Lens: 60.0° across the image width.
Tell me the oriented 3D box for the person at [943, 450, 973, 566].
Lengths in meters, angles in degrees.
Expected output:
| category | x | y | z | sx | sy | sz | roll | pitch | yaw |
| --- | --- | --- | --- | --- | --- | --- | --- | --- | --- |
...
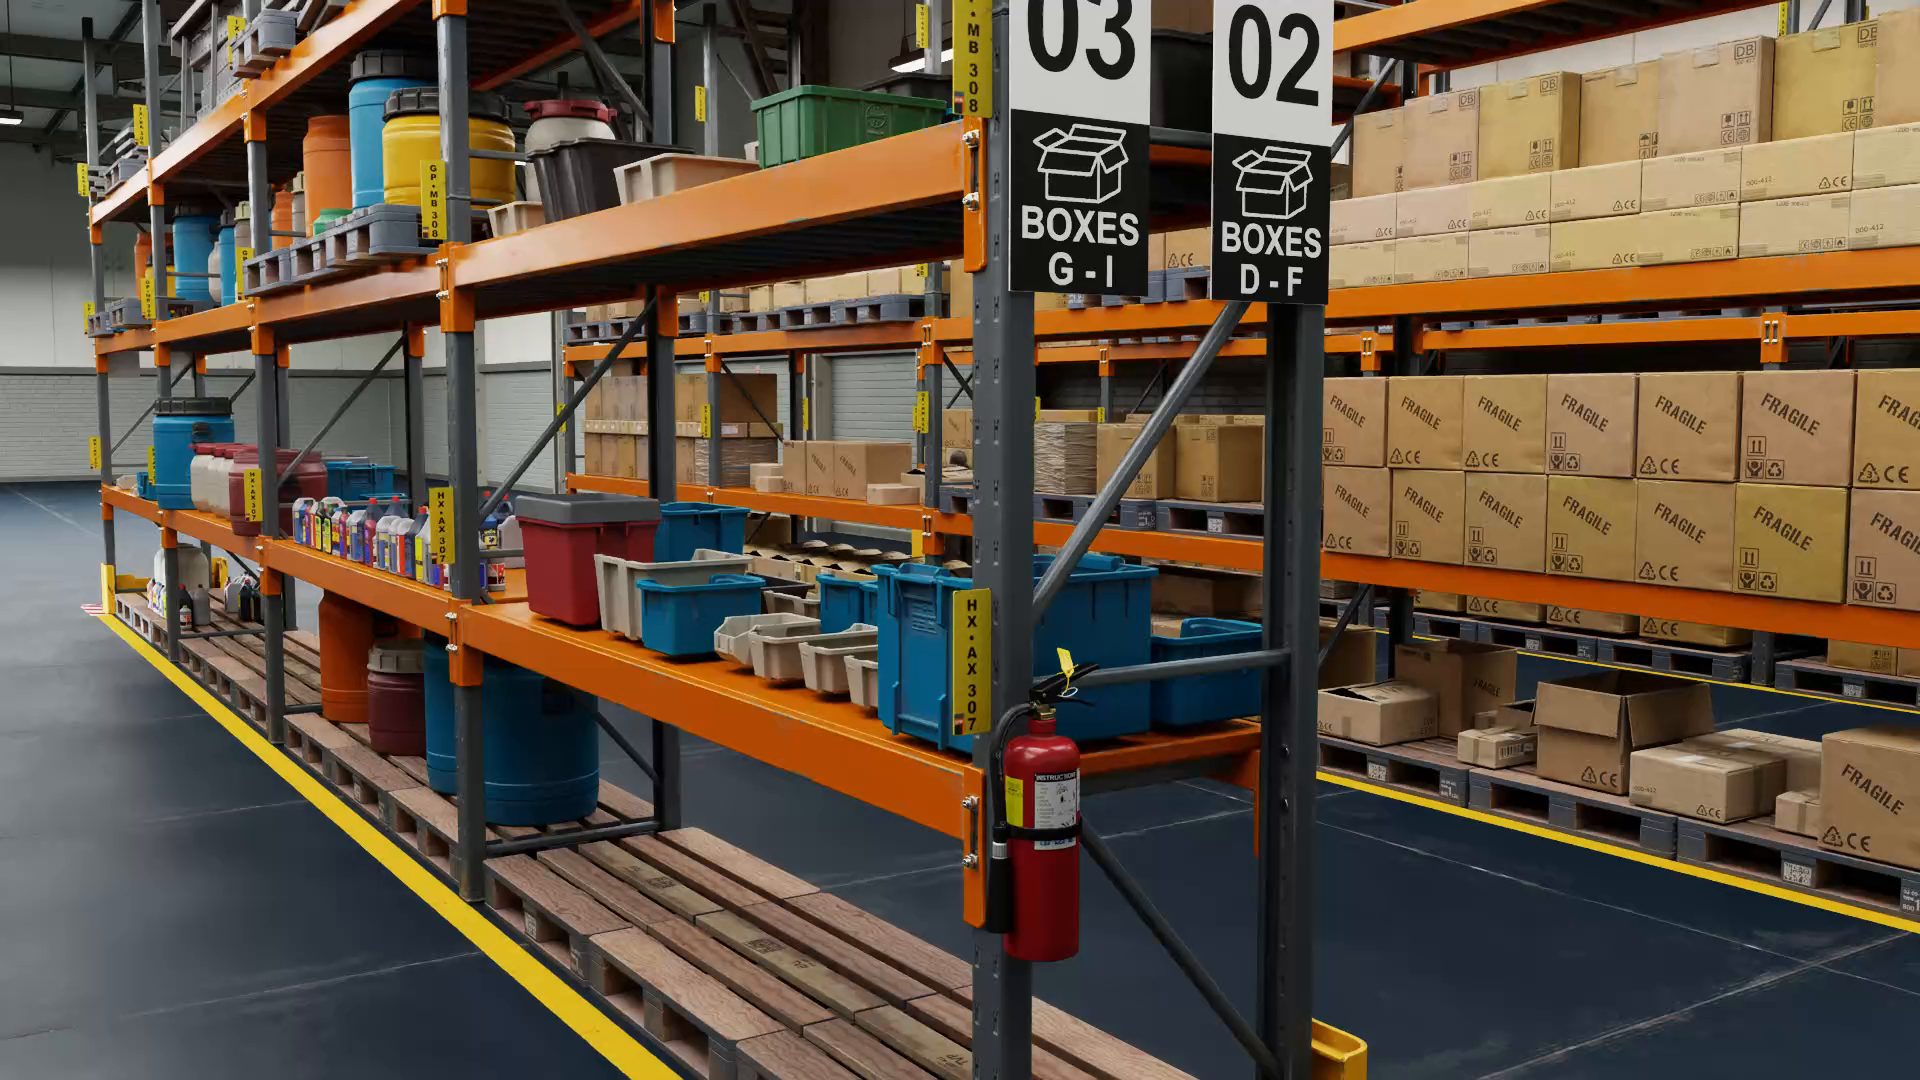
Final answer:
| category | x | y | z | sx | sy | sz | roll | pitch | yaw |
| --- | --- | --- | --- | --- | --- | --- | --- | --- | --- |
| person | -0.039 | -0.122 | 17.548 | 0.530 | 1.658 | 0.389 | -3 | 6 | -34 |
